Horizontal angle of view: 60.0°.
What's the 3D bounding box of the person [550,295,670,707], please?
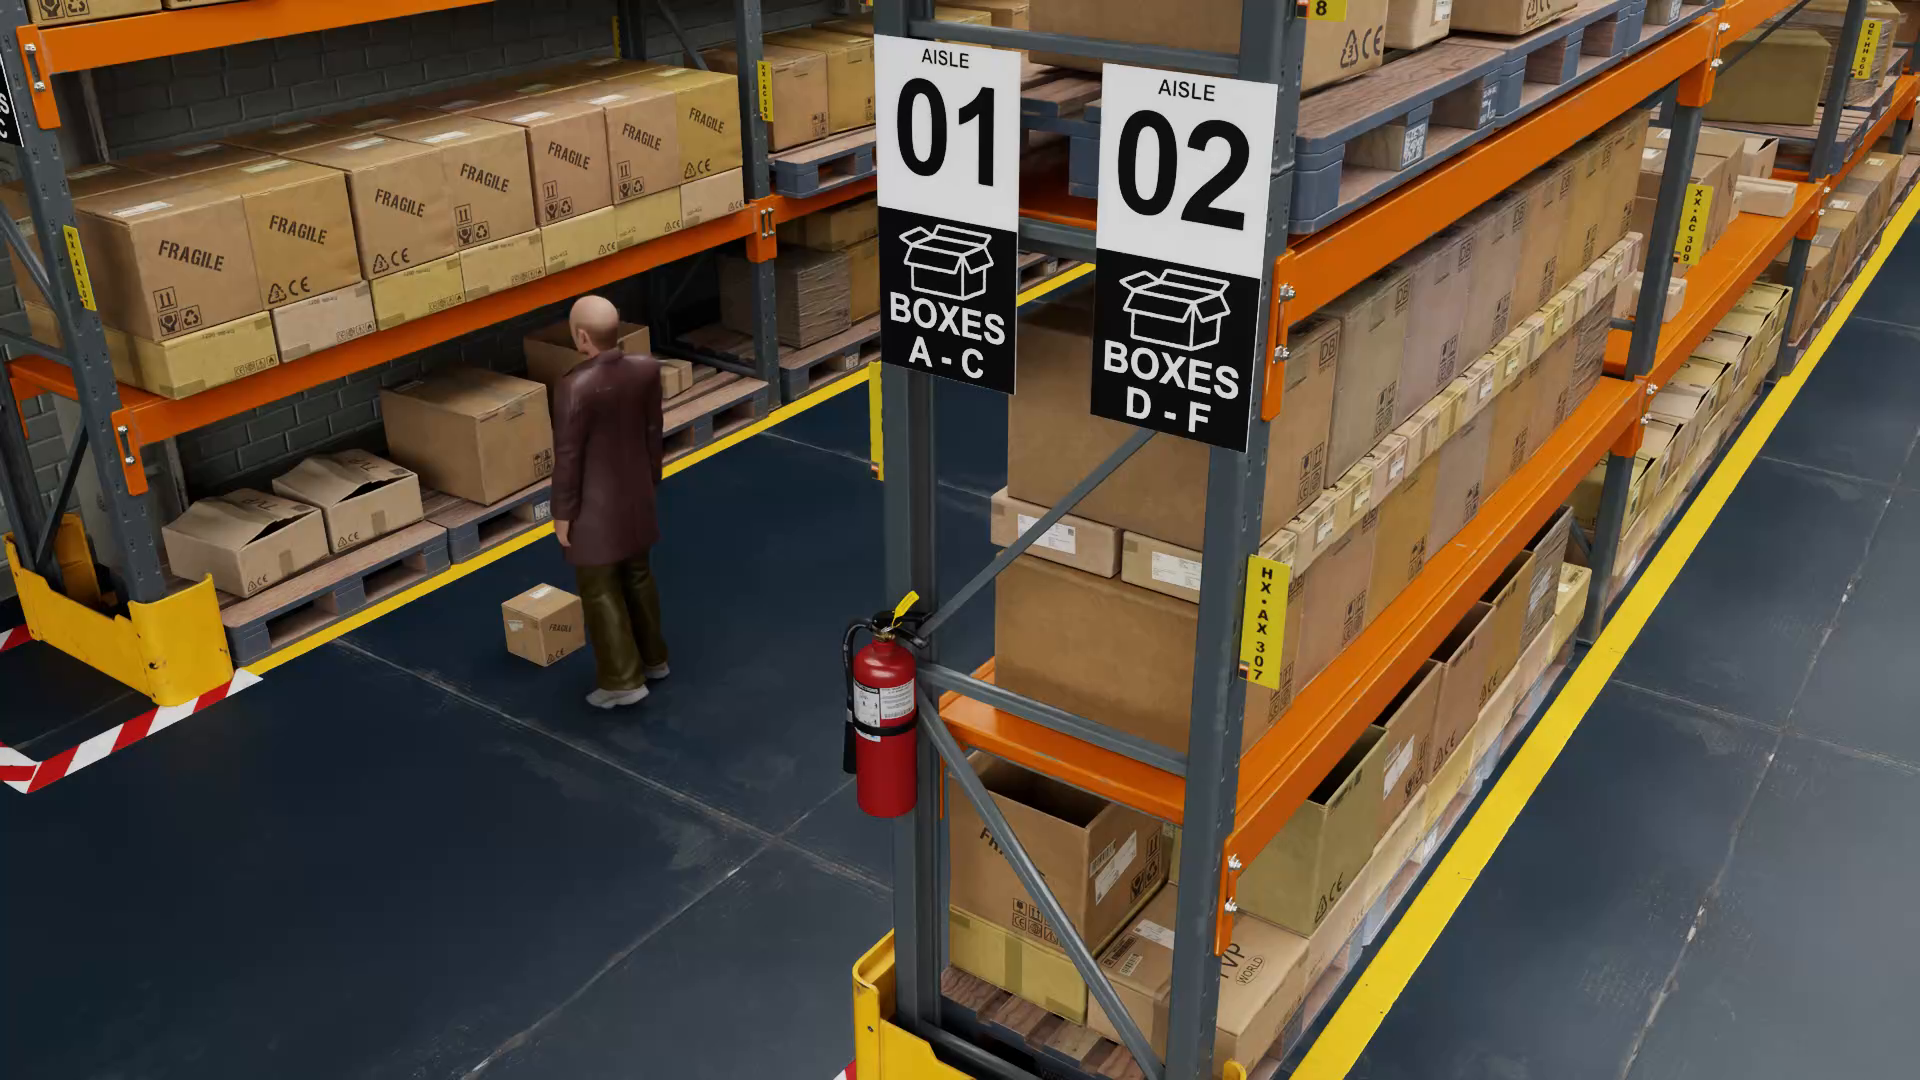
[{"bbox_3d":[-1.480,-0.137,6.976,0.489,1.850,0.577,18,32,32],"label":"person"}]
